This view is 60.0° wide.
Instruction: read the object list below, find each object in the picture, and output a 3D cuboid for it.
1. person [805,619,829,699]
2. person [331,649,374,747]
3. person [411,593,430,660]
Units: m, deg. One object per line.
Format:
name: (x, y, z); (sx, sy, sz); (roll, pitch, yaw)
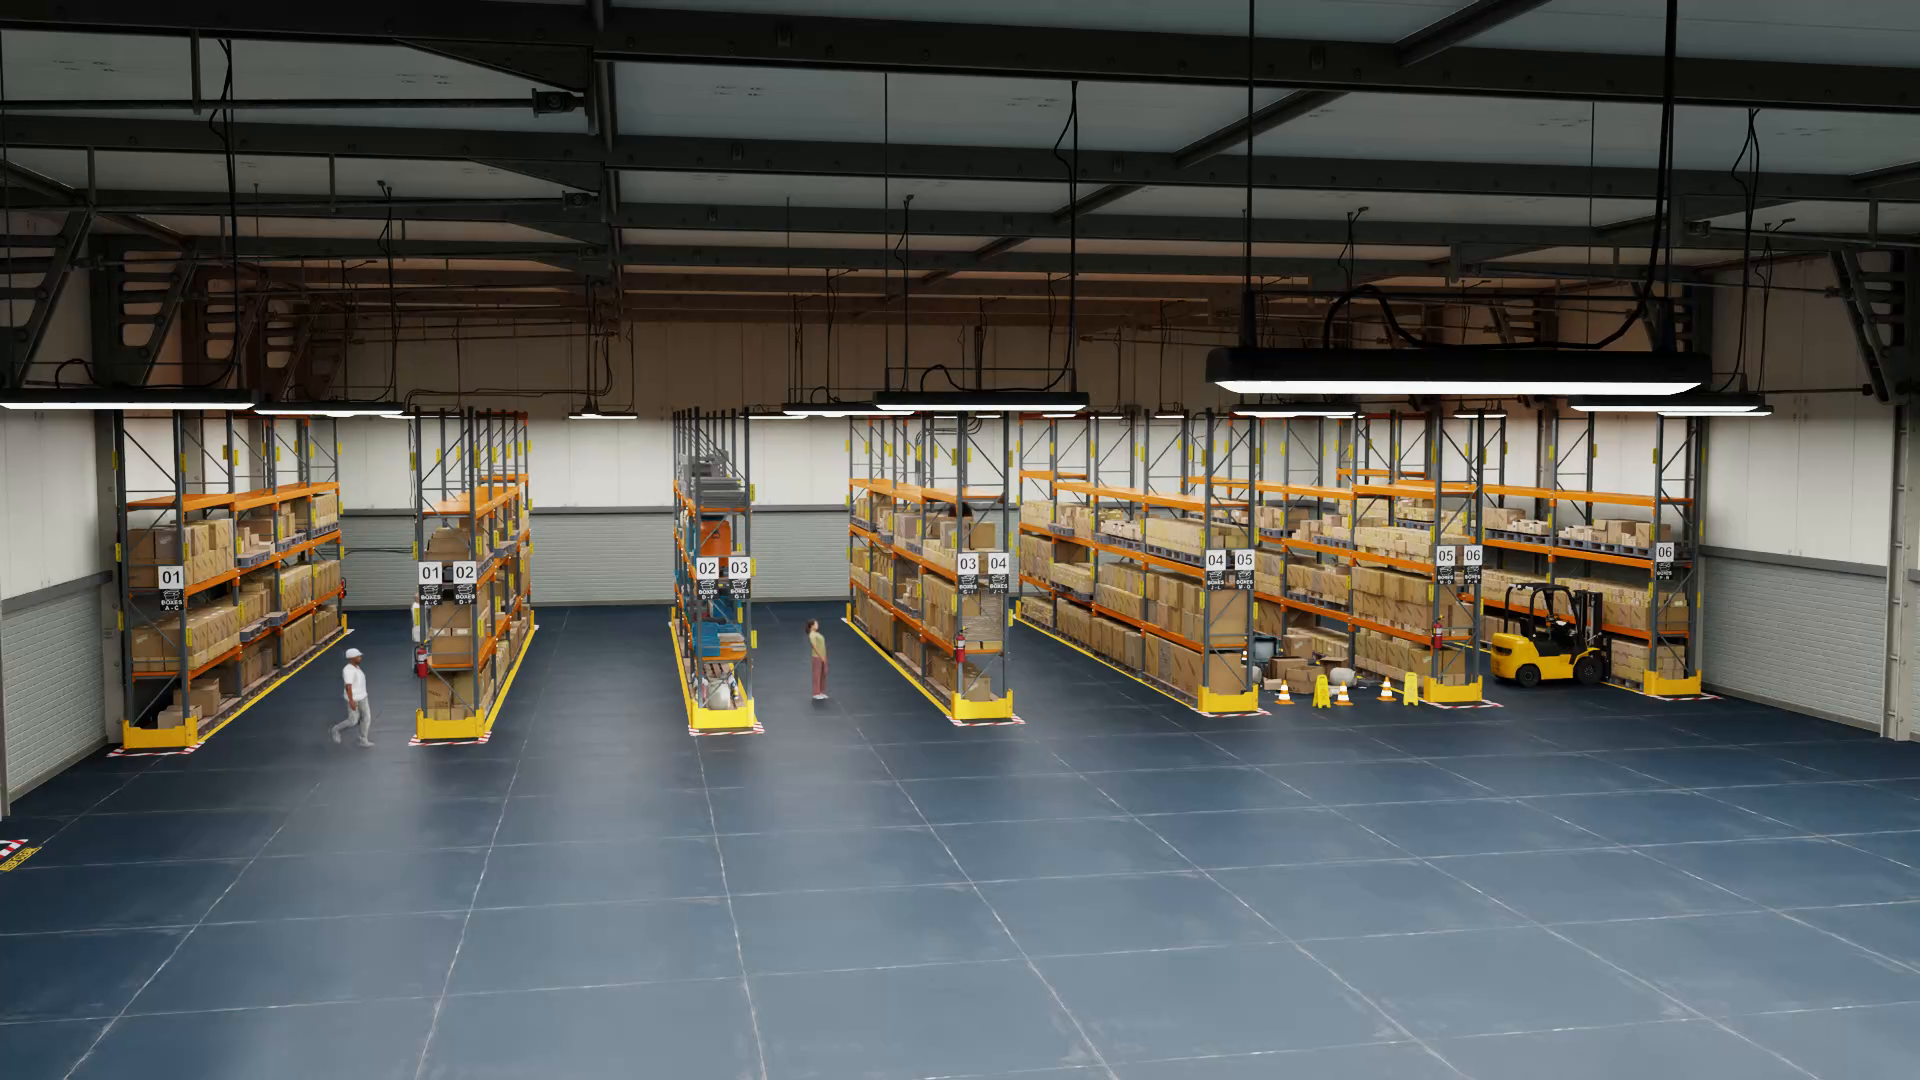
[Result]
person: (-2.915, 2.470, 34.406); (0.528, 1.701, 0.539); (2, 4, 24)
person: (-10.675, 2.774, 29.220); (0.742, 1.738, 0.585); (2, 4, 21)
person: (-12.356, 2.104, 38.279); (0.490, 1.773, 0.645); (-1, 4, -16)
